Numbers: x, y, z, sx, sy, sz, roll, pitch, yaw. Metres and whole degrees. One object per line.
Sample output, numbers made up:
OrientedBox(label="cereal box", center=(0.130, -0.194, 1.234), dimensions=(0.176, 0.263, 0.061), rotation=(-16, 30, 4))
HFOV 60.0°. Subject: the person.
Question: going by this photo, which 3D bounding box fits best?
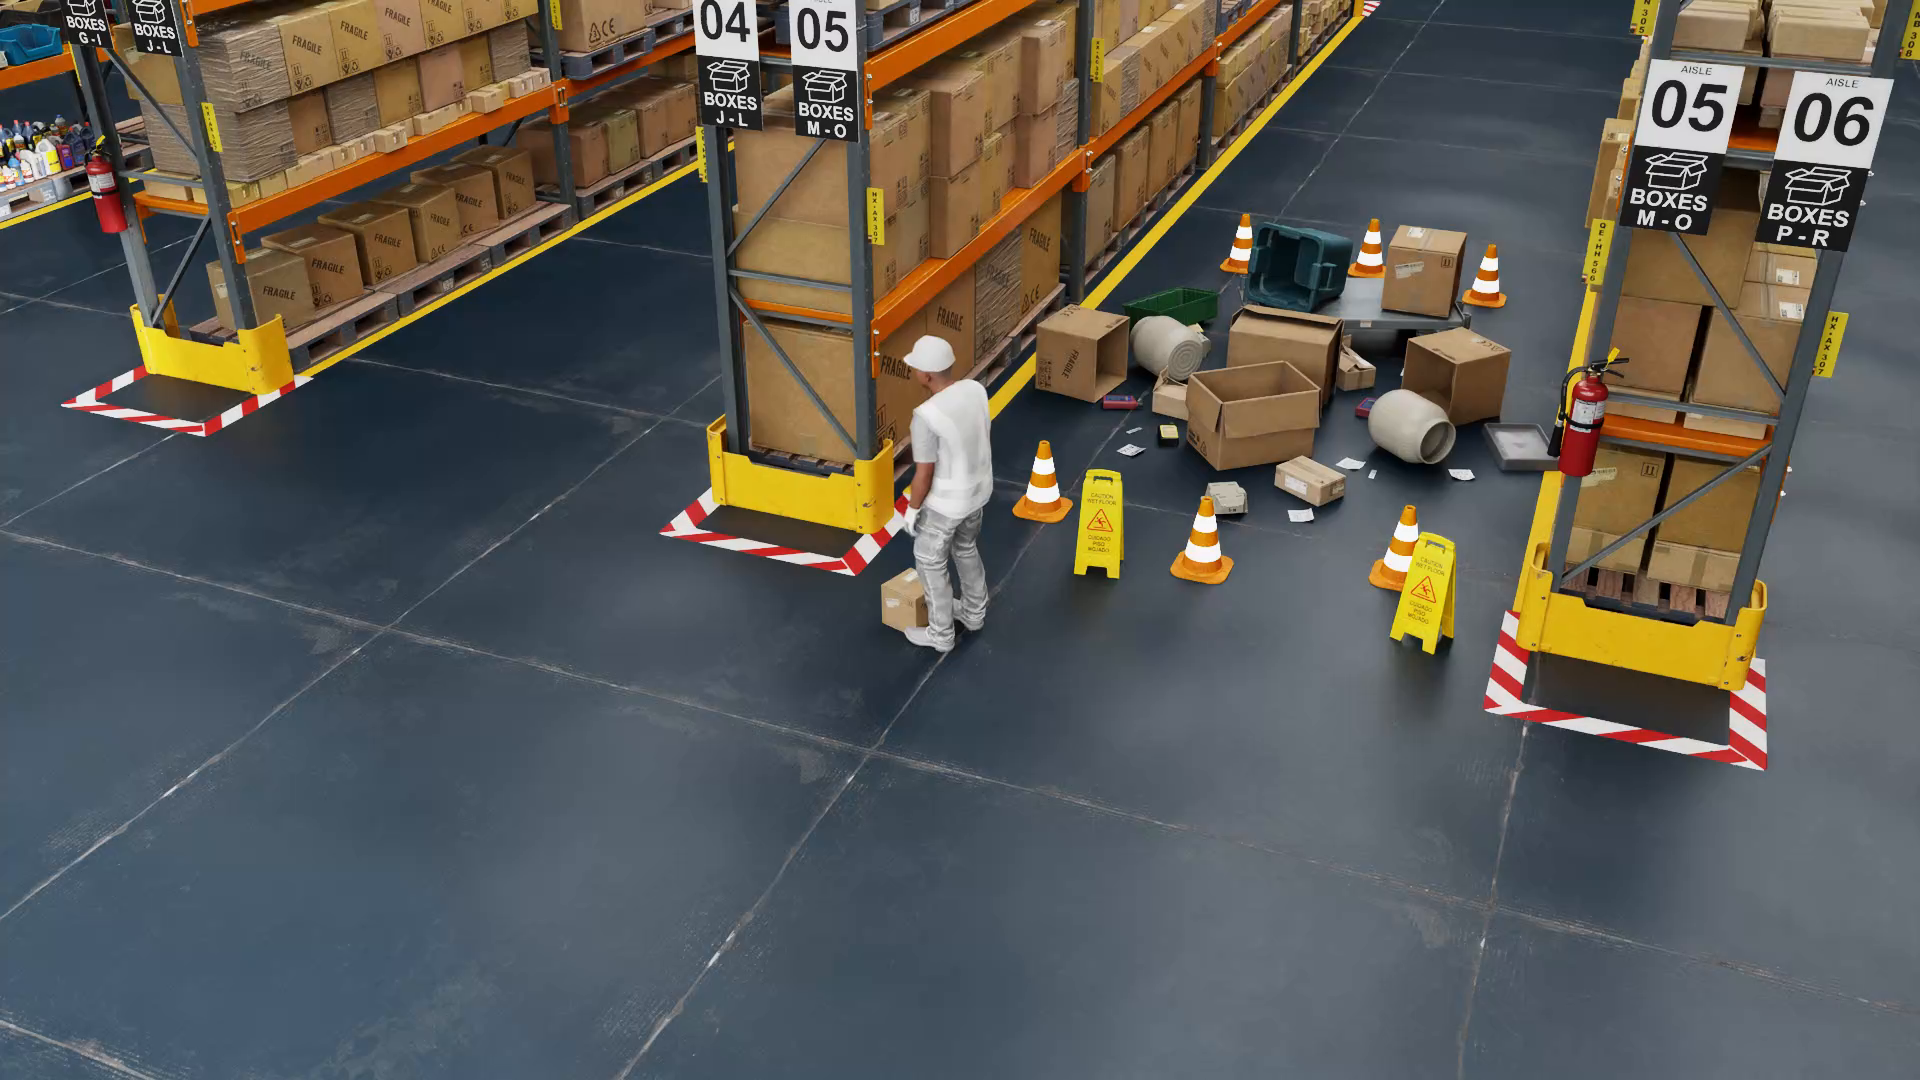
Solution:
OrientedBox(label="person", center=(-0.072, -0.245, 8.826), dimensions=(0.448, 1.773, 0.620), rotation=(21, 35, 32))
